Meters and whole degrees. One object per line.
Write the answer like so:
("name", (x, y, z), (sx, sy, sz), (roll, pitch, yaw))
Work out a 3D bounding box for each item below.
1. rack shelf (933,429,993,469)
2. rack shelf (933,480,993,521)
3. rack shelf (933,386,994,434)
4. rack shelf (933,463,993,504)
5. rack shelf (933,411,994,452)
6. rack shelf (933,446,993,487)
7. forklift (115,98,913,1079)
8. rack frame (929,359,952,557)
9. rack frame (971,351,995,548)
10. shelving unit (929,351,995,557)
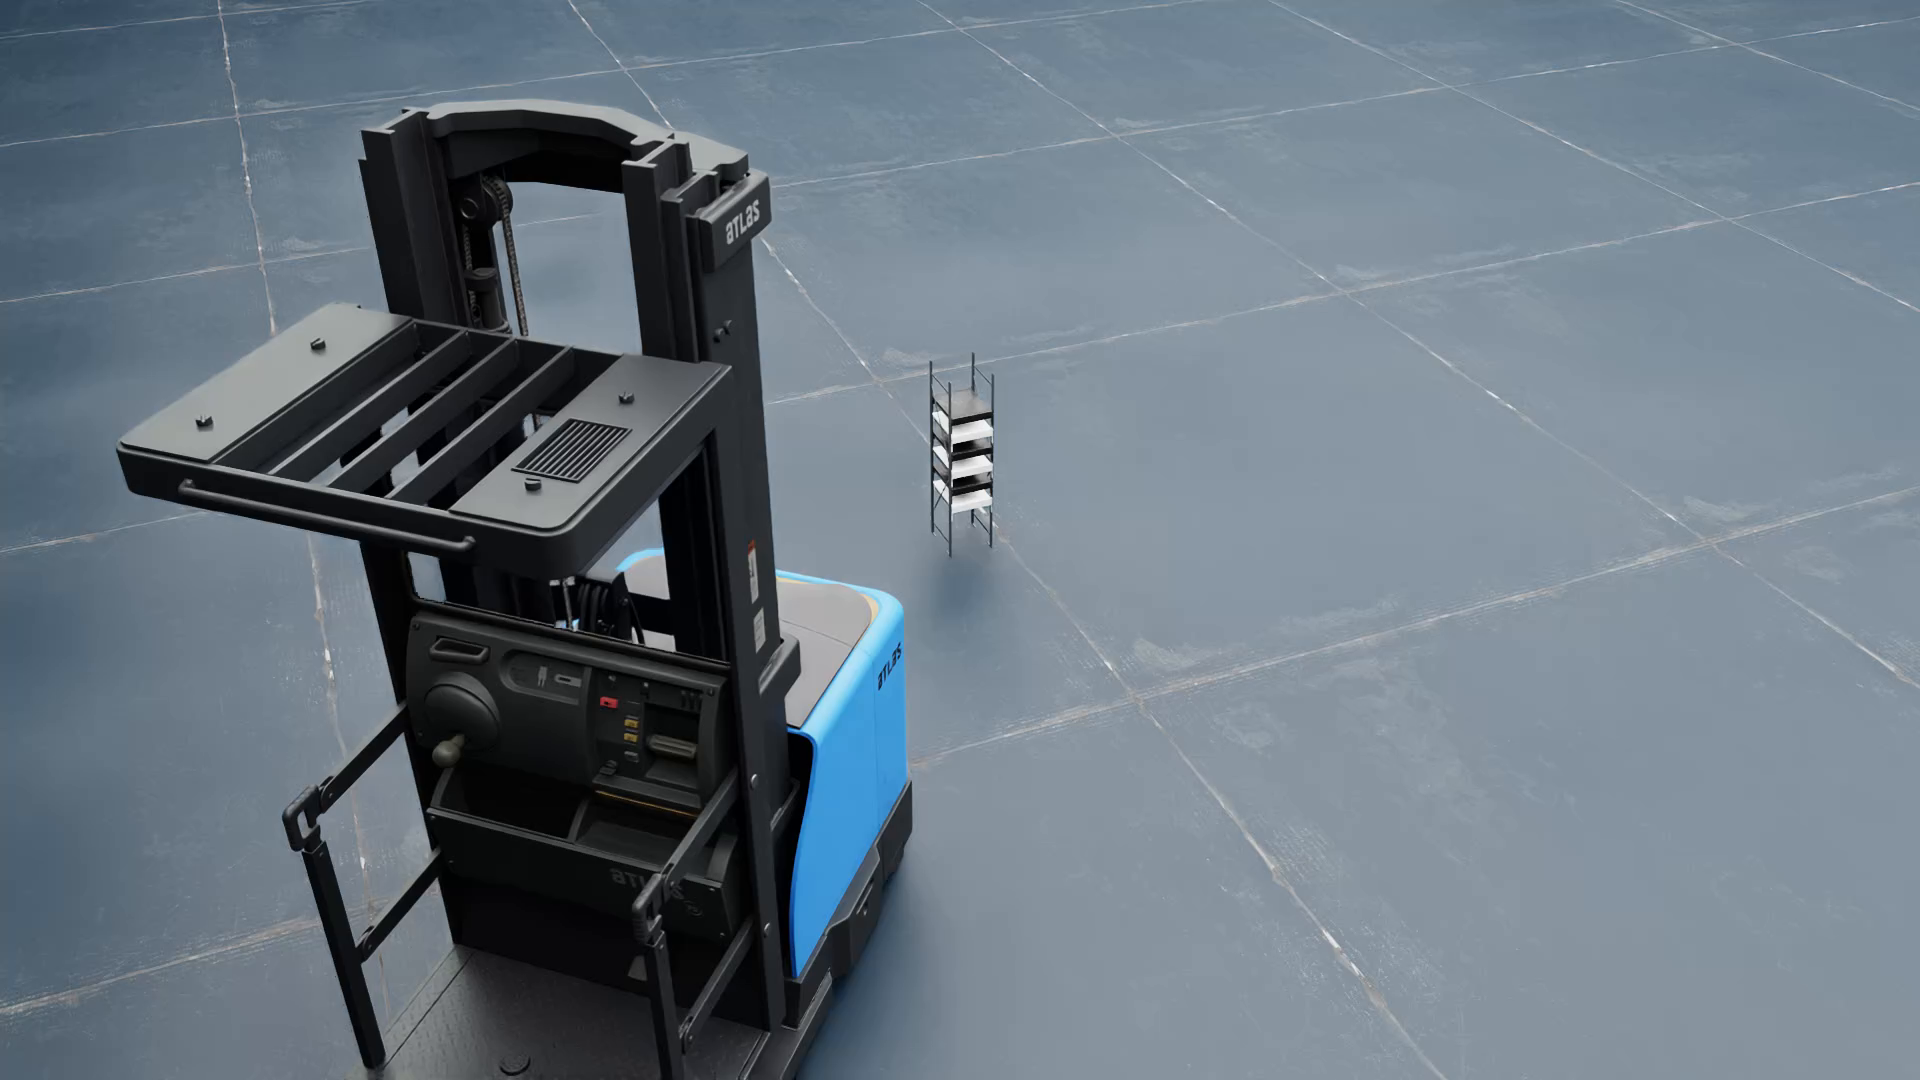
("rack shelf", (0.007, -0.426, 7.476), (0.200, 0.077, 0.258), (-13, 35, -19))
("rack shelf", (0.007, -0.200, 7.624), (0.200, 0.077, 0.258), (-13, 35, -19))
("rack shelf", (0.008, -0.577, 7.378), (0.200, 0.077, 0.258), (-13, 35, -19))
("rack shelf", (0.007, -0.276, 7.574), (0.200, 0.077, 0.258), (-13, 35, -19))
("rack shelf", (0.008, -0.502, 7.427), (0.200, 0.077, 0.258), (-13, 35, -19))
("rack shelf", (0.007, -0.351, 7.525), (0.200, 0.077, 0.258), (-13, 35, -19))
("forklift", (-1.131, 0.523, 4.258), (1.130, 2.935, 3.031), (11, 35, 16))
("rack frame", (-0.086, -0.357, 7.474), (0.006, 0.900, 0.240), (-13, 35, -19))
("rack frame", (0.101, -0.400, 7.540), (0.006, 0.900, 0.240), (-13, 35, -19))
("shelving unit", (0.007, -0.379, 7.507), (0.210, 0.900, 0.258), (-13, 35, -19))
